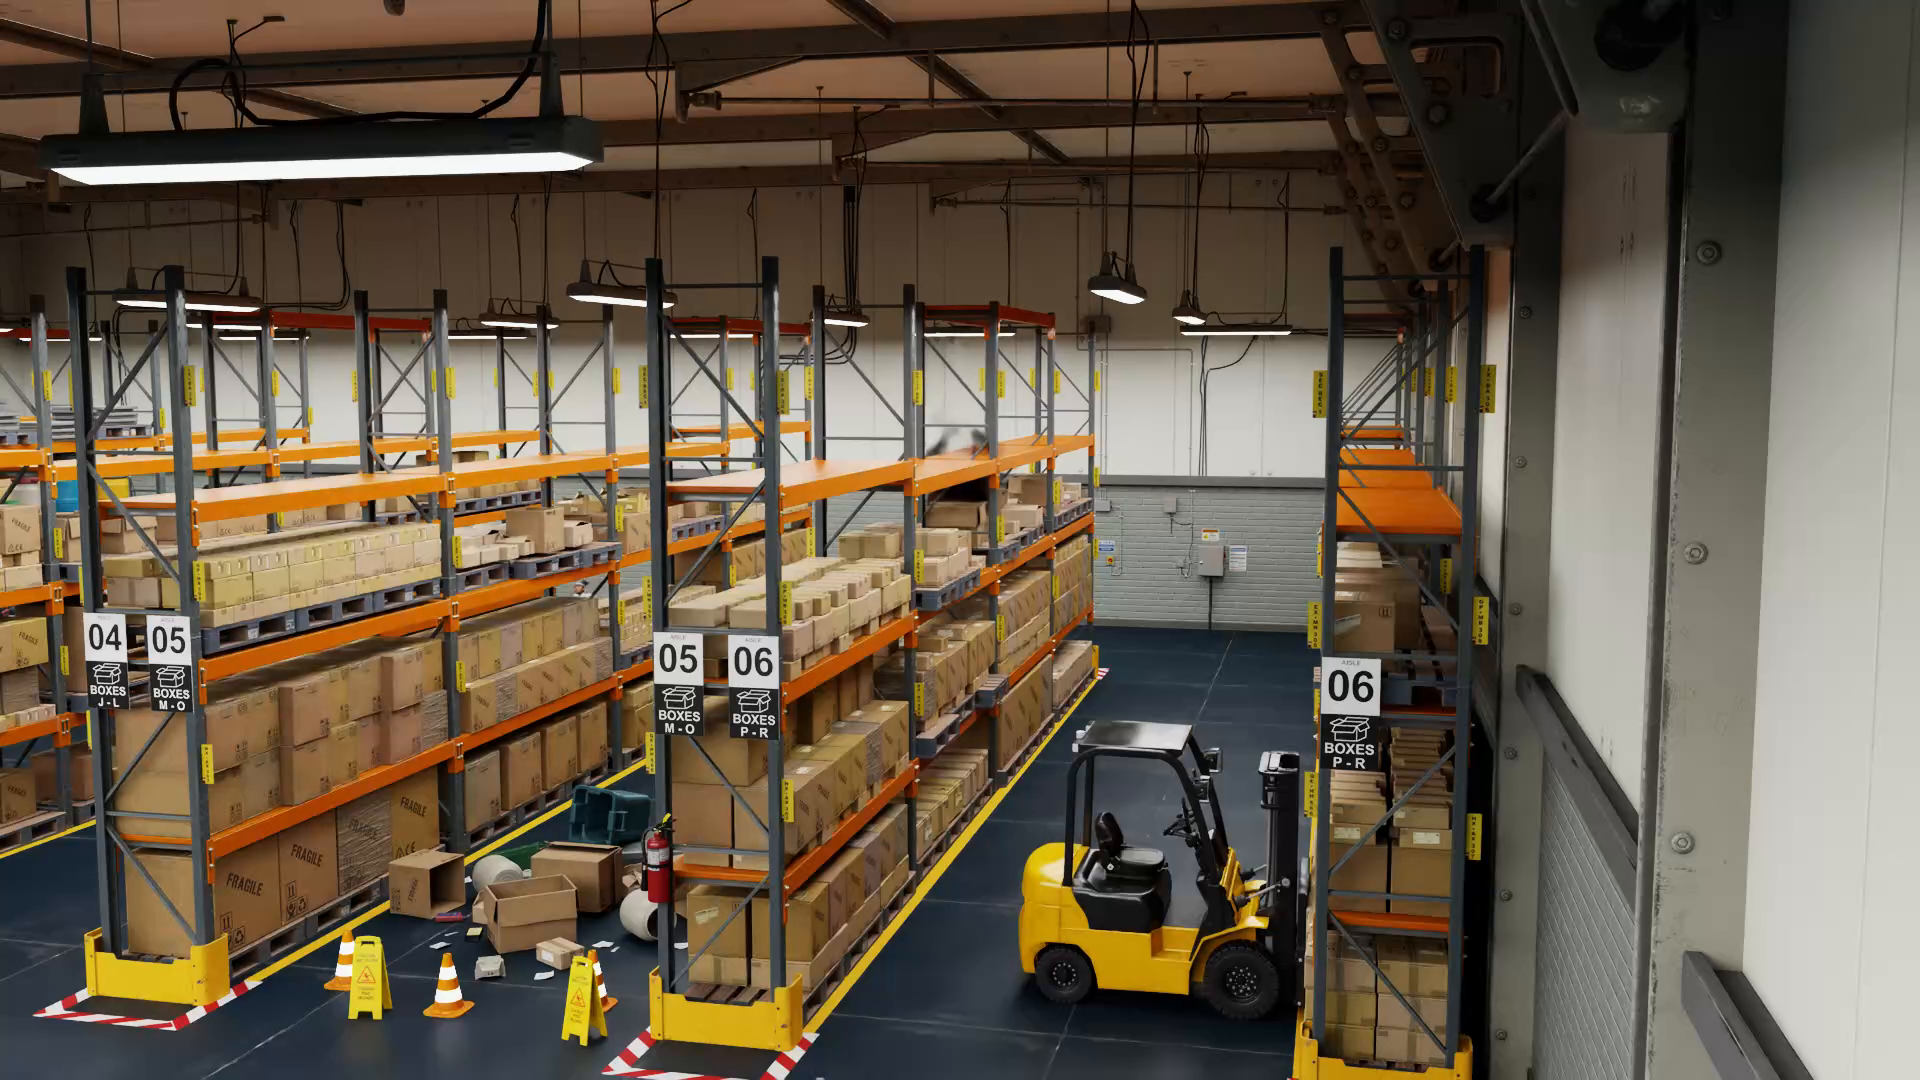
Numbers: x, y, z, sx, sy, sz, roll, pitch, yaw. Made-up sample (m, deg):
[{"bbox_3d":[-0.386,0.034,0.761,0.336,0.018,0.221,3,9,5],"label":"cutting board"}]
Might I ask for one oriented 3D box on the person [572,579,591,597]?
[{"bbox_3d":[-6.330,1.472,27.975,0.610,1.694,0.839,2,6,15],"label":"person"}]
